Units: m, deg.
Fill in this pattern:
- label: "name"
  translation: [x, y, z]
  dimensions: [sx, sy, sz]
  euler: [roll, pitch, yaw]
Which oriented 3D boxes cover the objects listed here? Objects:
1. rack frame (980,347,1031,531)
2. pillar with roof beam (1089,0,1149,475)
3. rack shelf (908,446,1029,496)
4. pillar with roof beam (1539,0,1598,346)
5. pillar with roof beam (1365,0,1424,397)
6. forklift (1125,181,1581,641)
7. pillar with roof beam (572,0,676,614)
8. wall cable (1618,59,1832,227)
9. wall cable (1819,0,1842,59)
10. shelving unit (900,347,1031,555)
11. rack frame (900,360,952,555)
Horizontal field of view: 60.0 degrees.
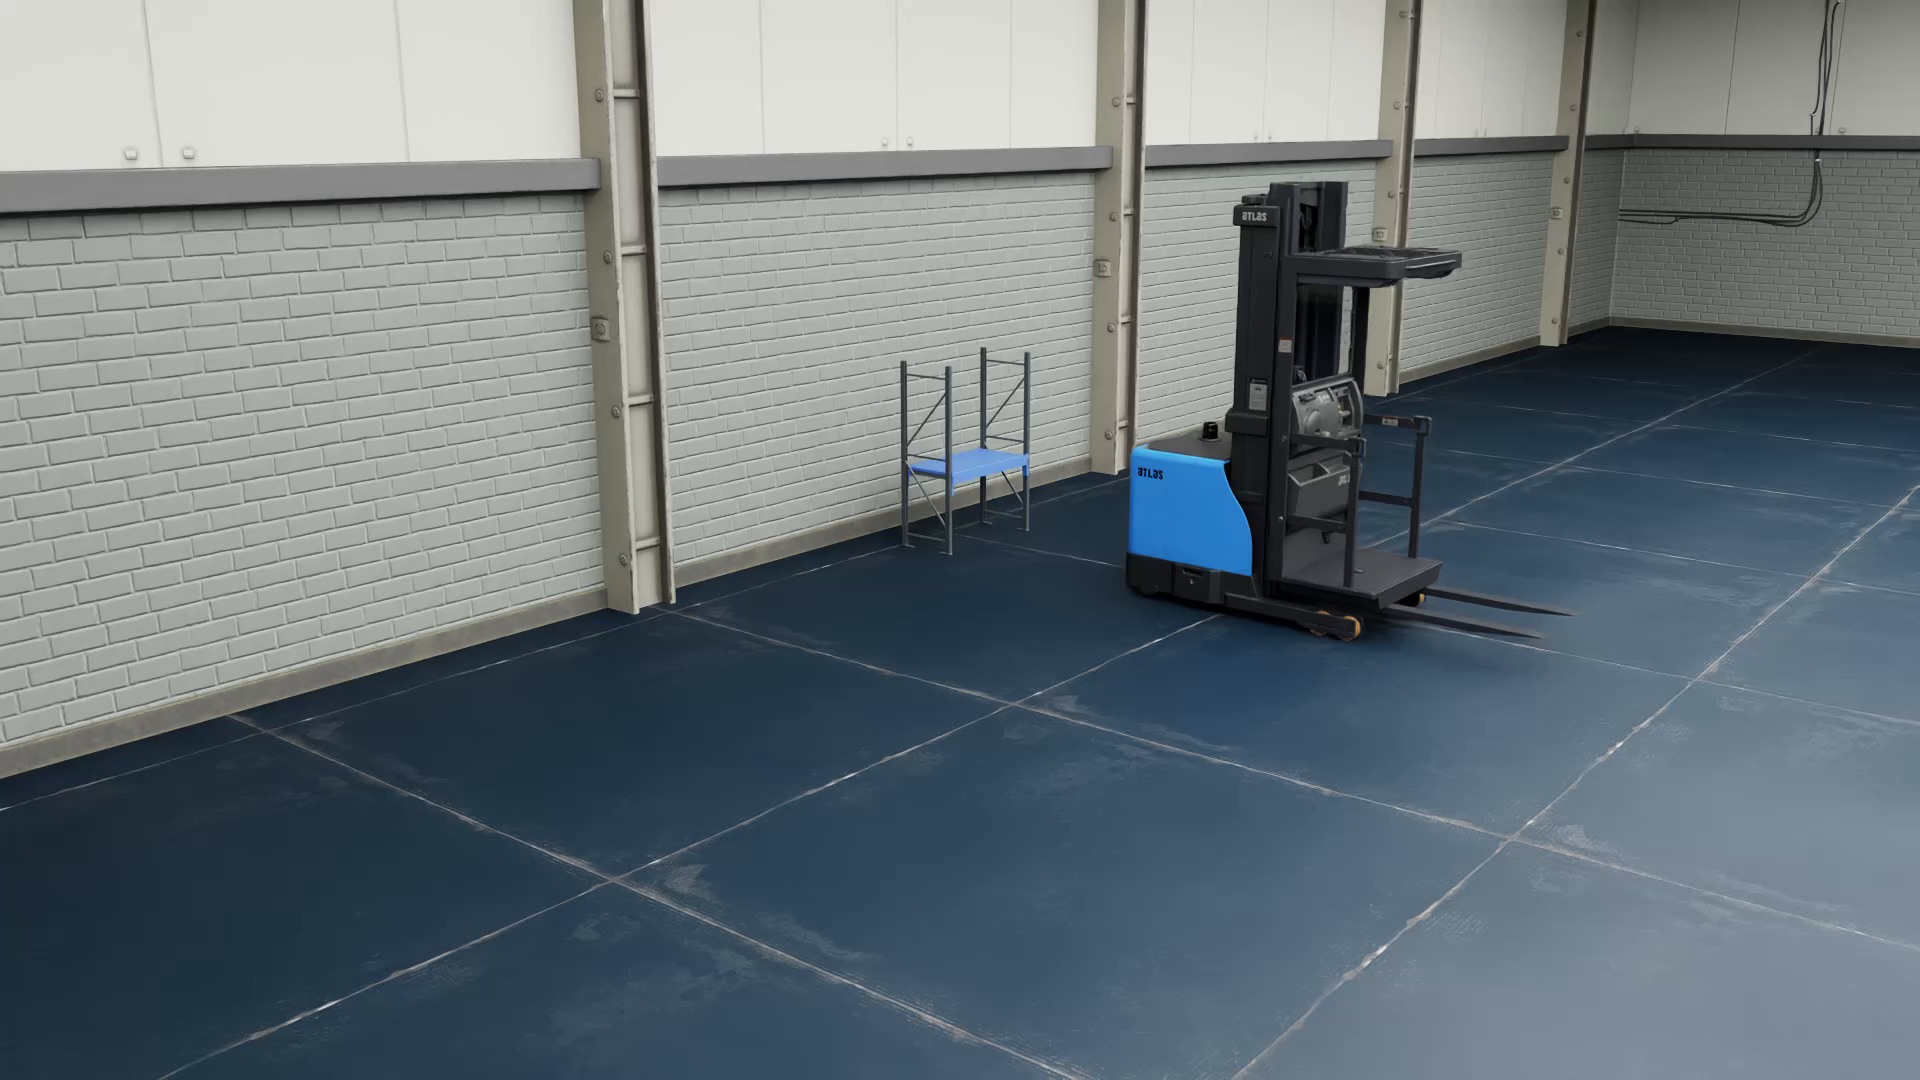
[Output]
- label: "rack frame"
  translation: [0.373, -0.841, 13.886]
  dimensions: [0.500, 1.500, 0.032]
  euler: [11, 18, 38]
- label: "pillar with roof beam"
  translation: [4.851, -4.387, 12.616]
  dimensions: [9.100, 9.000, 0.400]
  euler: [11, 18, 38]
- label: "rack shelf"
  translation: [0.054, -0.569, 13.547]
  dimensions: [0.538, 0.185, 1.000]
  euler: [11, 18, 38]
- label: "pillar with roof beam"
  translation: [12.393, -6.685, 21.662]
  dimensions: [9.100, 9.000, 0.400]
  euler: [11, 18, 38]
- label: "pillar with roof beam"
  translation: [8.622, -5.536, 17.139]
  dimensions: [9.100, 9.000, 0.400]
  euler: [11, 18, 38]
- label: "forklift"
  translation: [2.663, -0.898, 11.205]
  dimensions: [3.031, 2.935, 1.130]
  euler: [11, 18, 38]
- label: "pillar with roof beam"
  translation: [1.080, -3.238, 8.093]
  dimensions: [9.100, 9.000, 0.400]
  euler: [11, 18, 38]
- label: "wall cable"
  translation: [11.924, -6.206, 26.083]
  dimensions: [3.097, 2.526, 0.112]
  euler: [11, 18, 38]
- label: "wall cable"
  translation: [14.029, -8.235, 23.813]
  dimensions: [3.097, 2.526, 0.112]
  euler: [11, 18, 38]
- label: "shelving unit"
  translation: [0.054, -0.743, 13.503]
  dimensions: [0.538, 1.500, 1.048]
  euler: [11, 18, 38]
- label: "rack frame"
  translation: [-0.266, -0.646, 13.119]
  dimensions: [0.500, 1.500, 0.032]
  euler: [11, 18, 38]
